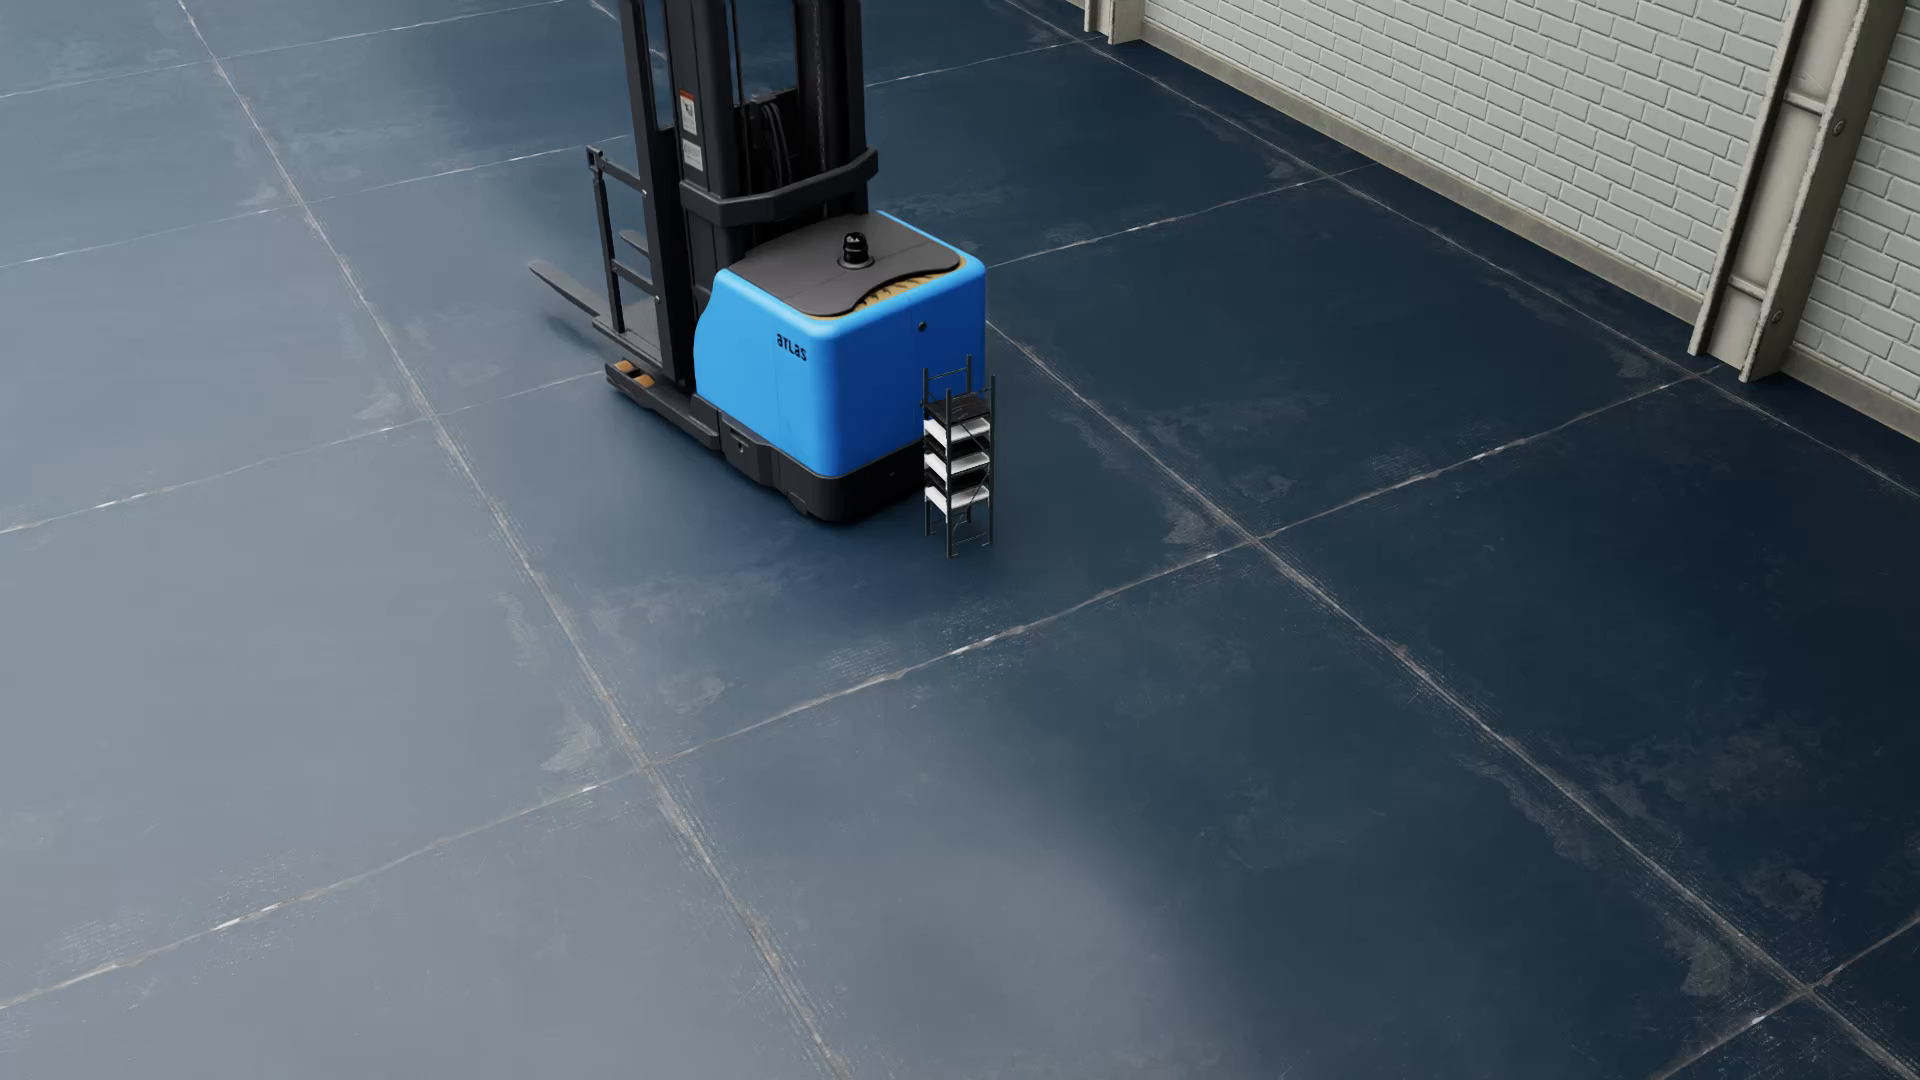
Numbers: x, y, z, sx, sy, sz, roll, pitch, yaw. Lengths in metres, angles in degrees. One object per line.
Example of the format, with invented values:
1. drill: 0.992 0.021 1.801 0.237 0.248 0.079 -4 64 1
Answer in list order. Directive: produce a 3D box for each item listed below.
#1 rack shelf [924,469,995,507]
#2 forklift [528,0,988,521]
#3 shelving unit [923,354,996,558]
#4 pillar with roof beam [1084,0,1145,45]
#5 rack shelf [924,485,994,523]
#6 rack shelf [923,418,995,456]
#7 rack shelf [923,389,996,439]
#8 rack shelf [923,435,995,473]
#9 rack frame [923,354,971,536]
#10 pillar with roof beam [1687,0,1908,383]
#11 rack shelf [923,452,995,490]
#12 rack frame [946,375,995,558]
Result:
1. rack shelf: -0.004 -0.268 7.563 0.258 0.077 0.200 -19 40 -24
2. forklift: -1.223 -2.059 8.084 1.130 2.935 3.031 -28 45 -33
3. shelving unit: -0.004 -0.368 7.490 0.258 0.900 0.210 -19 40 -24
4. pillar with roof beam: -2.496 -6.402 8.886 9.100 9.000 0.400 -19 40 -24
5. rack shelf: -0.004 -0.195 7.616 0.258 0.077 0.200 -19 40 -24
6. rack shelf: -0.004 -0.486 7.404 0.258 0.077 0.200 -19 40 -24
7. rack shelf: -0.004 -0.559 7.351 0.258 0.077 0.200 -19 40 -24
8. rack shelf: -0.004 -0.413 7.457 0.258 0.077 0.200 -19 40 -24
9. rack frame: -0.055 -0.419 7.561 0.240 0.900 0.006 -19 40 -24
10. pillar with roof beam: 0.519 -3.342 4.697 9.100 9.000 0.400 -19 40 -24
11. rack shelf: -0.004 -0.341 7.510 0.258 0.077 0.200 -19 40 -24
12. rack frame: 0.047 -0.316 7.419 0.240 0.900 0.006 -19 40 -24
